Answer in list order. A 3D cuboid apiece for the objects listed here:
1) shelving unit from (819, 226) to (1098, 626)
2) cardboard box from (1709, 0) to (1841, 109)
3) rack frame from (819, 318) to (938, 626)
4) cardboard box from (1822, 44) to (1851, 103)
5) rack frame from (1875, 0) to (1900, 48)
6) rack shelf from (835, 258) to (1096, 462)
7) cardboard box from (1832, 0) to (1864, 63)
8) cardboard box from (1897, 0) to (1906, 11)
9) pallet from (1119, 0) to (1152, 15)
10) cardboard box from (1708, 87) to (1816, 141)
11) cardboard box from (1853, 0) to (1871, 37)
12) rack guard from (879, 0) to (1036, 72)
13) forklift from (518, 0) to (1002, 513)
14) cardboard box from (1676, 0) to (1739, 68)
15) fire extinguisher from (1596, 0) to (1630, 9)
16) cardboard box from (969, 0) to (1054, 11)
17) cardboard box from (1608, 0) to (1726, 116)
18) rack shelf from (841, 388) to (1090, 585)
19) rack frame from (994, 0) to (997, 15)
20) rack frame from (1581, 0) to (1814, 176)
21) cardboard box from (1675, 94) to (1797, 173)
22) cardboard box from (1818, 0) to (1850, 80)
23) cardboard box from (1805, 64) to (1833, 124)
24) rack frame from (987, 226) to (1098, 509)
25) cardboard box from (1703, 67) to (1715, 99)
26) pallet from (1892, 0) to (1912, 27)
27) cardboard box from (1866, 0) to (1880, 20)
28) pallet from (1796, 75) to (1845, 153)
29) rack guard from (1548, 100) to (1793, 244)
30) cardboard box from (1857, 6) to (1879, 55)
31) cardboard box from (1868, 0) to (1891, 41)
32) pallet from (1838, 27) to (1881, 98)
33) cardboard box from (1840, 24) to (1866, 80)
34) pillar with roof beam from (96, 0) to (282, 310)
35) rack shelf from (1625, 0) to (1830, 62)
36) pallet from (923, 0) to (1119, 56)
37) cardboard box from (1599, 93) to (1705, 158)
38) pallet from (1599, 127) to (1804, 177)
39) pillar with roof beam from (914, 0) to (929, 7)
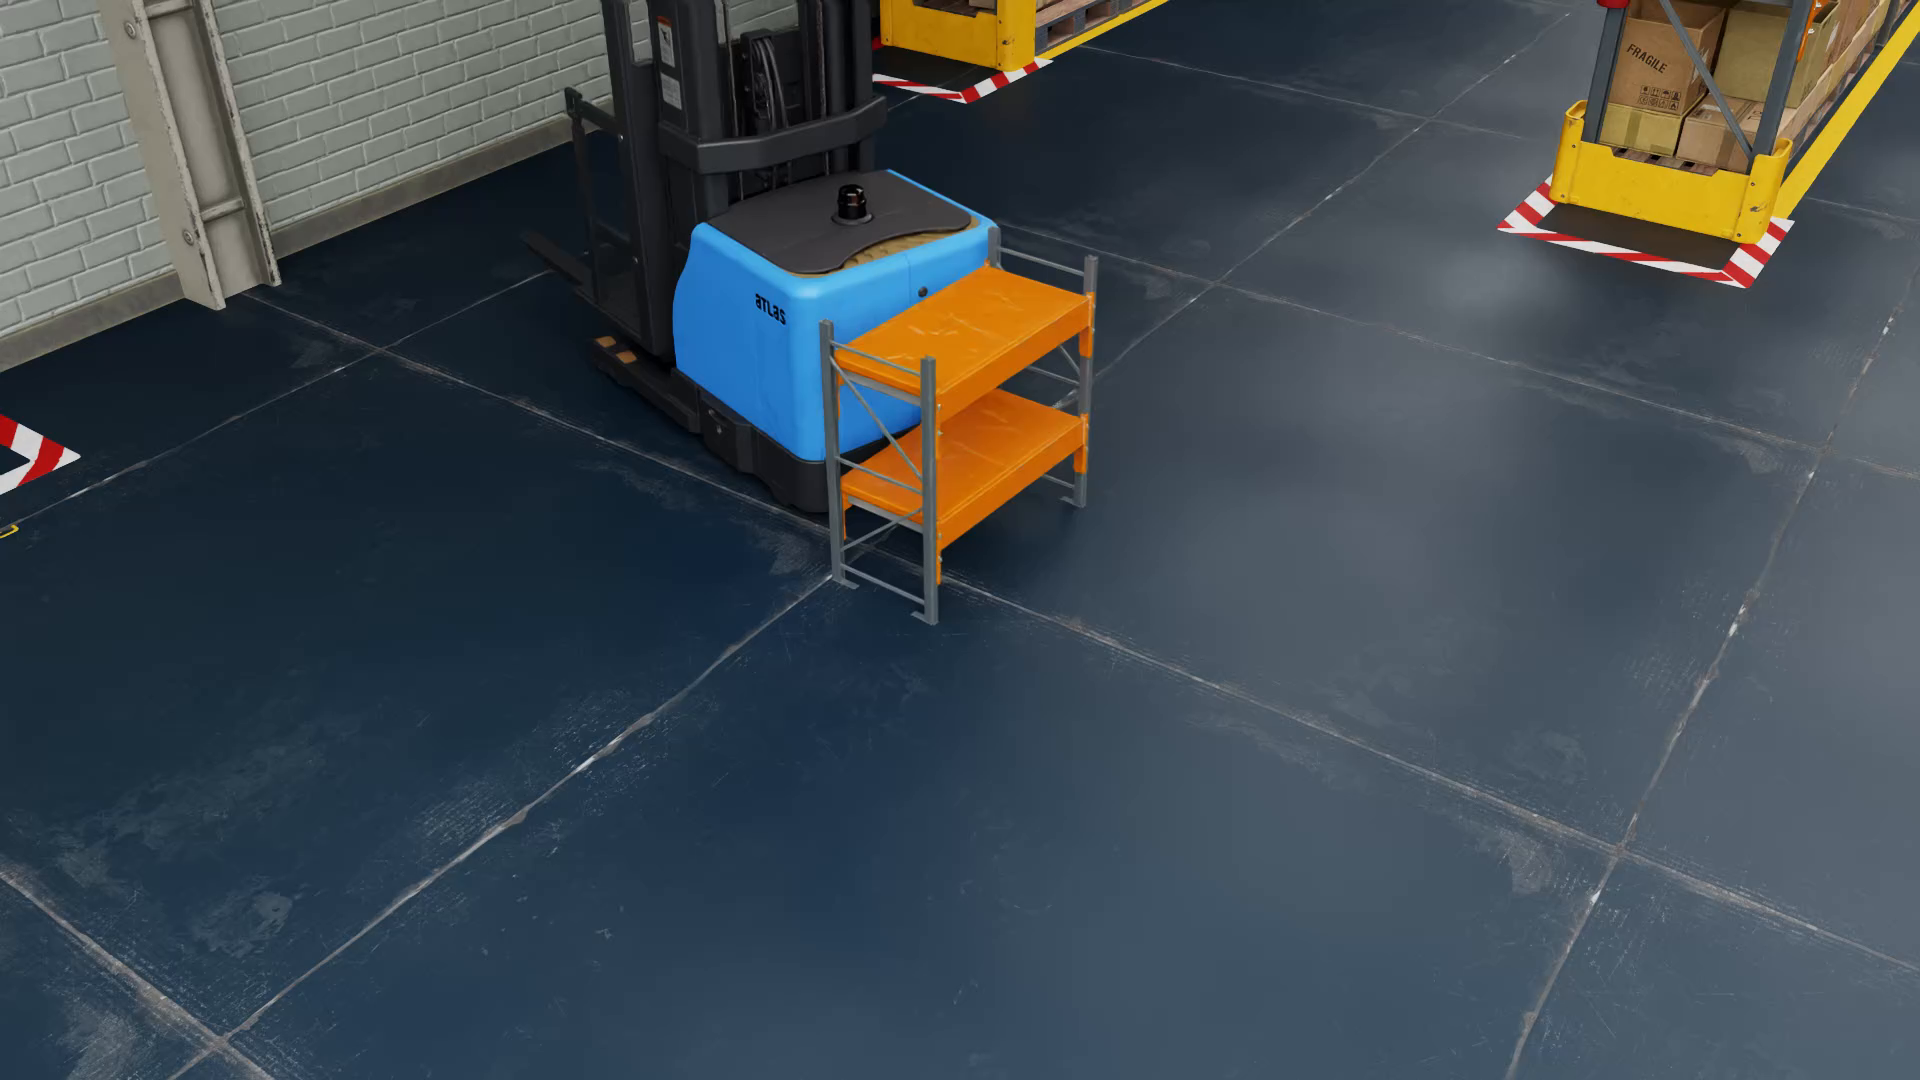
[{"bbox_3d":[0.014,-0.459,6.424,0.538,1.125,1.048,23,40,30],"label":"shelving unit"},{"bbox_3d":[4.774,-2.887,9.751,0.500,0.500,0.500,21,39,28],"label":"cardboard box"},{"bbox_3d":[-0.291,-0.231,6.087,0.500,1.125,0.032,23,40,30],"label":"rack frame"},{"bbox_3d":[5.348,-3.035,10.640,0.500,0.250,0.500,21,39,28],"label":"cardboard box"},{"bbox_3d":[6.283,-4.976,11.430,1.000,3.000,0.127,21,39,28],"label":"rack frame"},{"bbox_3d":[0.014,-0.701,6.260,0.538,0.278,1.000,23,40,30],"label":"rack shelf"},{"bbox_3d":[5.348,-3.346,10.430,0.500,0.500,0.500,21,39,28],"label":"cardboard box"},{"bbox_3d":[6.717,-4.117,12.240,0.500,0.250,0.500,20,39,27],"label":"cardboard box"},{"bbox_3d":[1.163,-4.517,13.241,1.003,0.211,1.213,21,39,28],"label":"pallet"},{"bbox_3d":[4.773,-2.577,9.962,0.500,0.250,0.500,21,39,28],"label":"cardboard box"},{"bbox_3d":[5.622,-3.580,10.777,0.500,0.500,0.500,21,39,28],"label":"cardboard box"},{"bbox_3d":[-0.026,-3.715,11.797,1.175,0.500,0.348,21,39,28],"label":"rack guard"},{"bbox_3d":[-1.123,-2.088,7.222,1.130,2.935,3.031,-24,41,-31],"label":"forklift"},{"bbox_3d":[4.622,-3.287,10.343,0.500,0.500,0.500,21,39,28],"label":"cardboard box"},{"bbox_3d":[3.553,-3.197,8.869,0.296,0.674,0.183,21,39,28],"label":"fire extinguisher"},{"bbox_3d":[0.399,-4.073,12.103,0.500,0.311,0.500,17,37,23],"label":"cardboard box"},{"bbox_3d":[4.064,-2.822,9.656,0.500,0.500,0.500,21,39,28],"label":"cardboard box"},{"bbox_3d":[0.014,-0.256,6.561,0.538,0.278,1.000,23,40,30],"label":"rack shelf"},{"bbox_3d":[-0.069,-4.715,11.045,1.000,3.000,0.127,21,39,28],"label":"rack frame"},{"bbox_3d":[4.002,-3.135,8.708,1.000,3.000,0.127,21,39,28],"label":"rack frame"},{"bbox_3d":[4.491,-2.346,9.620,0.500,0.250,0.500,21,39,28],"label":"cardboard box"},{"bbox_3d":[5.049,-3.121,10.098,0.500,0.500,0.500,21,39,28],"label":"cardboard box"},{"bbox_3d":[5.058,-2.807,10.302,0.500,0.250,0.500,21,39,28],"label":"cardboard box"},{"bbox_3d":[0.318,-0.687,6.762,0.500,1.125,0.032,23,40,30],"label":"rack frame"},{"bbox_3d":[4.341,-2.745,10.211,0.500,0.250,0.500,21,39,28],"label":"cardboard box"},{"bbox_3d":[6.671,-4.172,12.731,1.003,0.211,1.213,21,39,28],"label":"pallet"},{"bbox_3d":[5.904,-3.812,11.119,0.500,0.500,0.500,21,39,28],"label":"cardboard box"},{"bbox_3d":[5.100,-2.904,10.856,1.003,0.211,1.213,21,39,28],"label":"pallet"},{"bbox_3d":[3.989,-2.088,9.392,1.175,0.500,0.348,21,39,28],"label":"rack guard"},{"bbox_3d":[5.905,-3.500,11.328,0.500,0.250,0.500,21,39,28],"label":"cardboard box"},{"bbox_3d":[6.198,-3.727,11.664,0.500,0.250,0.500,21,39,28],"label":"cardboard box"},{"bbox_3d":[5.795,-3.468,11.690,1.003,0.211,1.213,21,39,28],"label":"pallet"},{"bbox_3d":[5.632,-3.266,10.981,0.500,0.250,0.500,21,39,28],"label":"cardboard box"},{"bbox_3d":[-0.265,-3.663,4.133,9.100,9.000,0.400,21,39,28],"label":"pillar with roof beam"},{"bbox_3d":[5.143,-3.757,10.270,1.077,0.370,4.000,21,39,28],"label":"rack shelf"},{"bbox_3d":[0.466,-3.958,12.414,1.003,0.211,1.213,21,39,28],"label":"pallet"},{"bbox_3d":[4.065,-2.511,9.865,0.500,0.250,0.500,21,39,28],"label":"cardboard box"},{"bbox_3d":[4.404,-2.345,10.029,1.003,0.211,1.213,21,39,28],"label":"pallet"},{"bbox_3d":[3.156,-6.424,8.216,9.100,9.000,0.400,21,39,28],"label":"pillar with roof beam"}]
